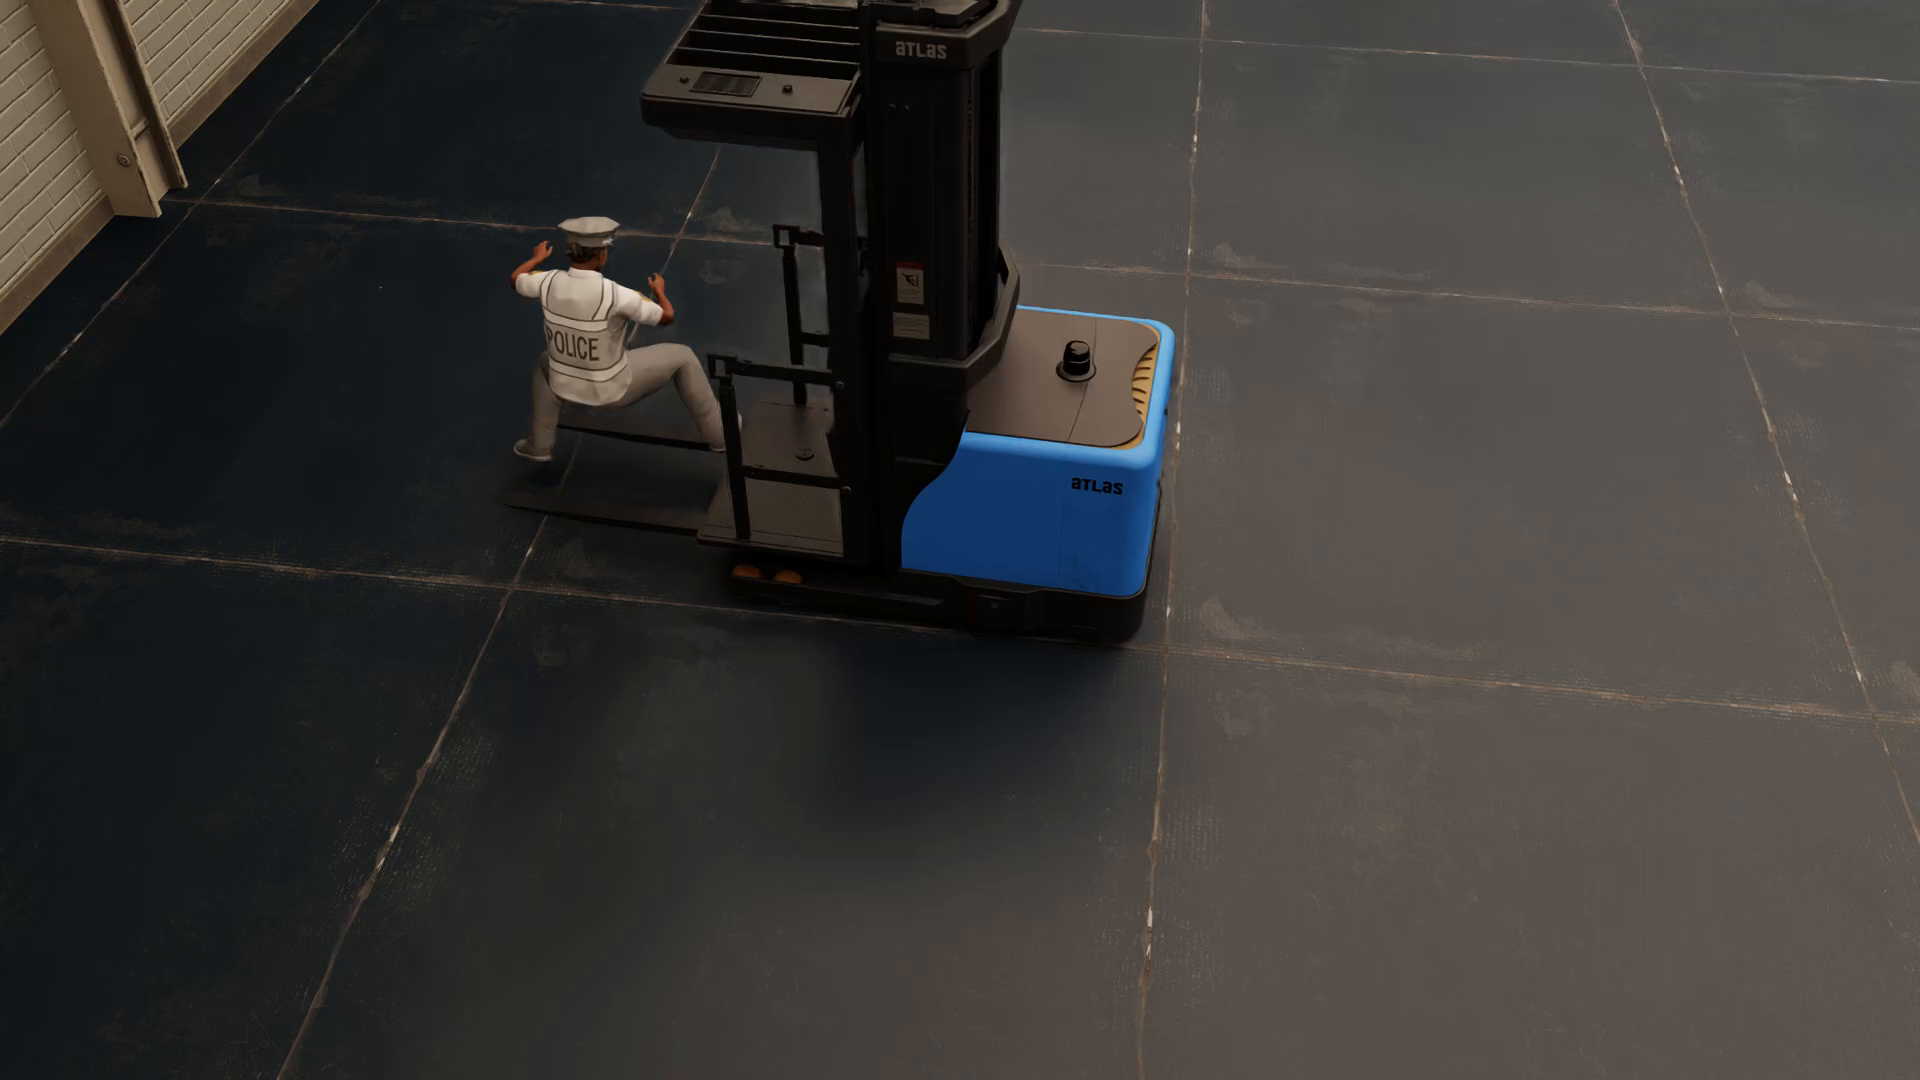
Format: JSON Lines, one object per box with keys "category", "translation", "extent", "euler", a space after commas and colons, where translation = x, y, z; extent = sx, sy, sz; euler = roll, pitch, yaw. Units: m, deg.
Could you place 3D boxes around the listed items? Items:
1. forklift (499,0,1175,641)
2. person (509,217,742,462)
{"category": "forklift", "translation": [-0.606, -1.125, 6.948], "extent": [3.031, 2.935, 1.130], "euler": [7, 43, 8]}
{"category": "person", "translation": [-1.654, -0.905, 7.730], "extent": [1.100, 1.416, 0.675], "euler": [12, 44, 13]}
